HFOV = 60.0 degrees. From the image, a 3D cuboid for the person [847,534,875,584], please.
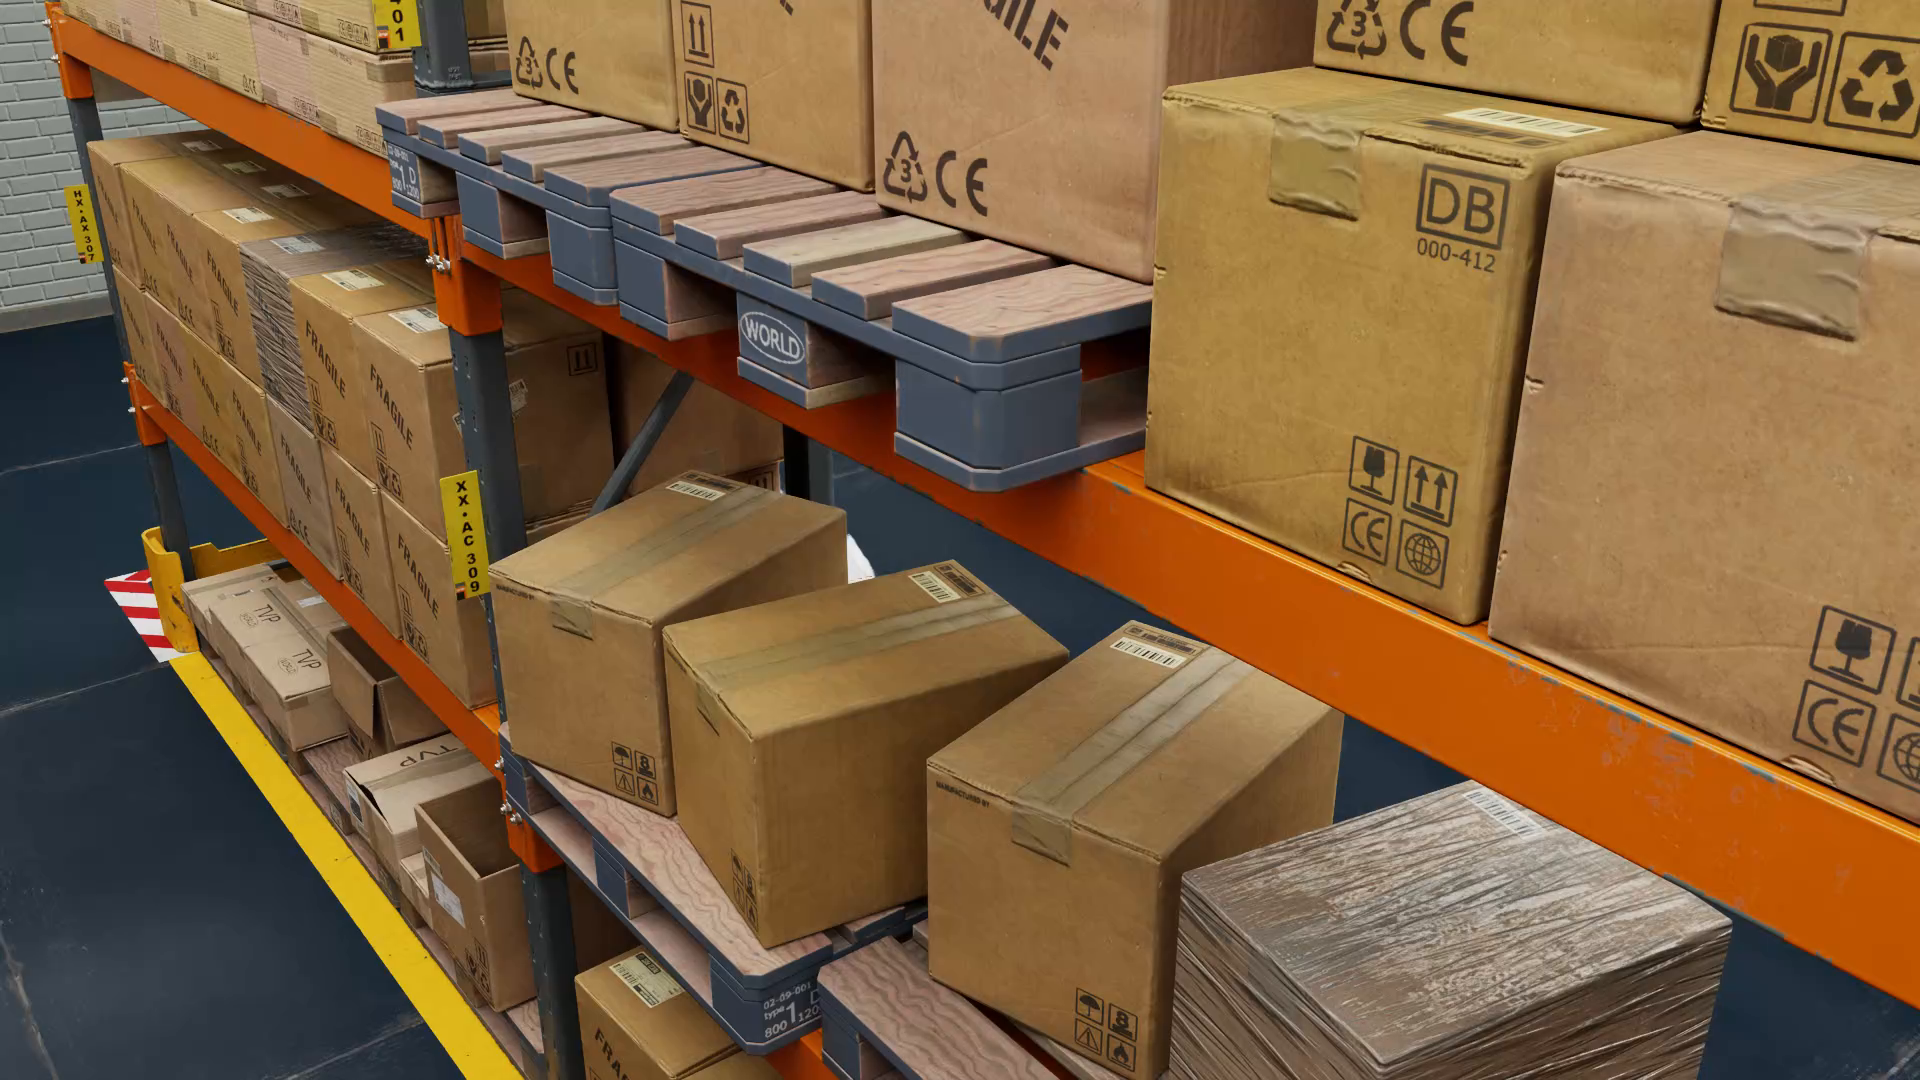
[{"bbox_3d":[-0.591,0.359,6.748,0.565,1.001,0.921,-19,30,-35],"label":"person"}]
